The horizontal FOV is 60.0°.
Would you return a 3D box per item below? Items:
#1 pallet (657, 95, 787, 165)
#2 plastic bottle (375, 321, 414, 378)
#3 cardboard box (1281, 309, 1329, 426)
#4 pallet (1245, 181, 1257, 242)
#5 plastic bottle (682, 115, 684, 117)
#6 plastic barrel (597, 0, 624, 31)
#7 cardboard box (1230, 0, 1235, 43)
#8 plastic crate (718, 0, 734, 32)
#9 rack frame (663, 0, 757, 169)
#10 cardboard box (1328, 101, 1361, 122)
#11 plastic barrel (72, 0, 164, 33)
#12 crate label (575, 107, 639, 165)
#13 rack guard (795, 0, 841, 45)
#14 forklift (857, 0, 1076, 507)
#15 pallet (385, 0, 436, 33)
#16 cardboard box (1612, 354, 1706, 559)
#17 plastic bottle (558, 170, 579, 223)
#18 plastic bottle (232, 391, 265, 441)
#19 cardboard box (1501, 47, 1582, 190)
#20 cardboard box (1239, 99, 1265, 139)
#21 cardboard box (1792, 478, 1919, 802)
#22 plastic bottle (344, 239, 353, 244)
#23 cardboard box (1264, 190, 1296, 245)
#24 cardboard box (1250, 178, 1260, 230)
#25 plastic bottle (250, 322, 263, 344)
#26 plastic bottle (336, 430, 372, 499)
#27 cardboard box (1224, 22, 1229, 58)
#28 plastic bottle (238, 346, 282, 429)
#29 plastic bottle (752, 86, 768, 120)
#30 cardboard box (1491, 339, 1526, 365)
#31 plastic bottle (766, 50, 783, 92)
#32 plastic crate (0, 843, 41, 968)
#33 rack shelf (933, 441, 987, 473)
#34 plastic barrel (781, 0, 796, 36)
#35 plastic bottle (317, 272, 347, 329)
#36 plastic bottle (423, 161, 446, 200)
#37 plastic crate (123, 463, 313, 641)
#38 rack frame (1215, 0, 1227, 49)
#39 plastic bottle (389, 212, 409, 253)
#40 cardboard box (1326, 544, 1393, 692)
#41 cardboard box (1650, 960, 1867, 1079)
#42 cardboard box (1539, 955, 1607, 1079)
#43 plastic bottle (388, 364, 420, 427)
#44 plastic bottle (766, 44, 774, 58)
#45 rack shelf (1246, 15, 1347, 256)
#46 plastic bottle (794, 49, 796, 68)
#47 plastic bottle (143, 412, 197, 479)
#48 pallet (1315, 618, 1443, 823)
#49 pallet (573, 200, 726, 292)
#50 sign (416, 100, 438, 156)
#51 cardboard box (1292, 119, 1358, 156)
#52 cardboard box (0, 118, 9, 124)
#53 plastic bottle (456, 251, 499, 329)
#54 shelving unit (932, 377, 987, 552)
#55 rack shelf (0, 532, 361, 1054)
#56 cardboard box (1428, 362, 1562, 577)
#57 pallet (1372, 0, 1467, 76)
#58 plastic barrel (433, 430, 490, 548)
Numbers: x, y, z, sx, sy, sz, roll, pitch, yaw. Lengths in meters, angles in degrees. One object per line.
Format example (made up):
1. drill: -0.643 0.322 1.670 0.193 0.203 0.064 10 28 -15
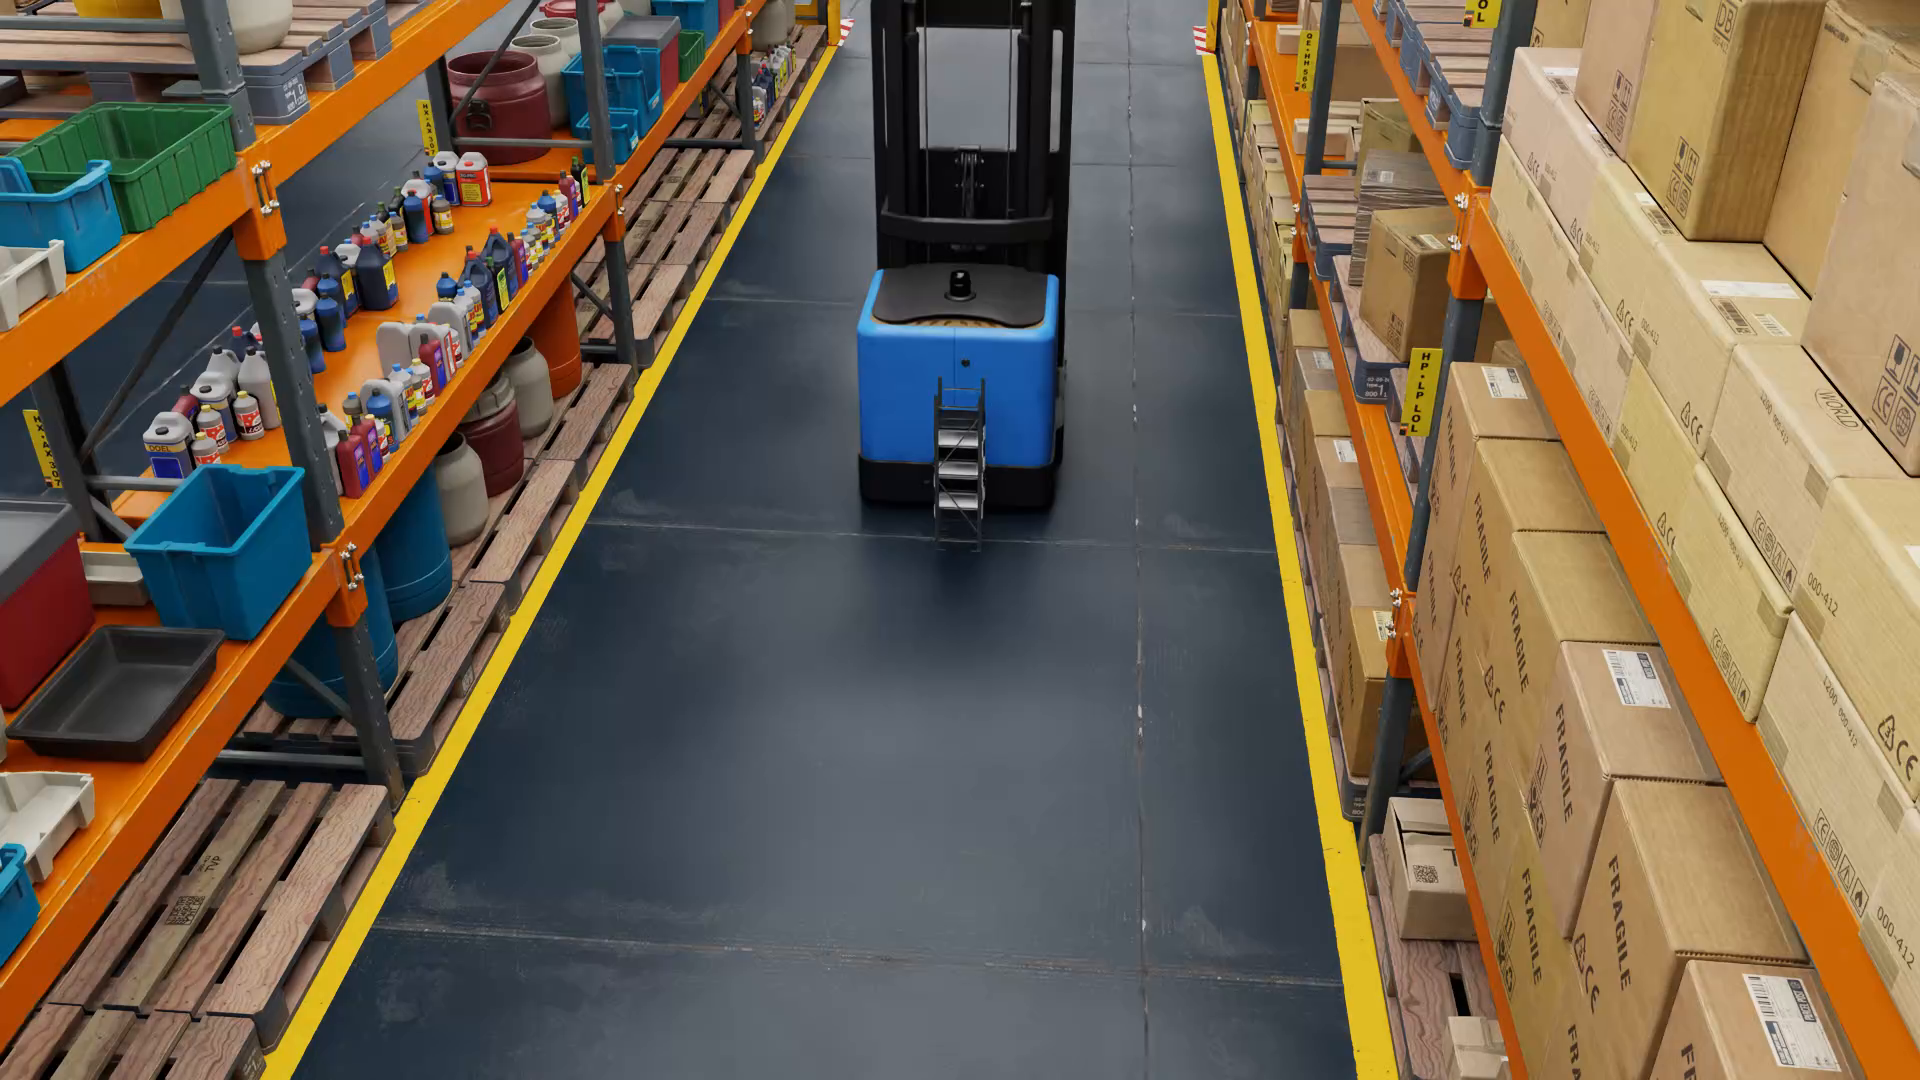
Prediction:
1. pallet: -2.088 -3.538 14.290 1.003 0.211 1.213 2 32 4
2. plastic bottle: -2.494 -0.856 7.399 0.152 0.276 0.135 2 32 4
3. cardboard box: 2.105 -0.968 9.425 0.500 0.500 0.500 4 32 6
4. pallet: 2.732 -2.588 12.749 1.003 0.211 1.213 2 32 4
5. plastic bottle: -2.419 -3.785 14.138 0.144 0.351 0.185 2 32 3
6. plastic barrel: -2.540 -3.559 11.537 0.433 0.535 0.433 0 32 0
7. cardboard box: 2.746 -4.787 15.164 0.500 0.500 0.500 2 32 4
8. plastic crate: -1.918 -4.137 12.543 0.402 0.464 0.583 2 32 4
9. rack frame: -2.184 -4.376 12.992 1.000 3.000 0.127 2 32 4
10. cardboard box: 2.475 -2.633 10.403 0.380 0.149 0.250 5 32 8
11. plastic barrel: -2.963 -2.215 6.046 0.600 0.588 0.600 0 32 0
12. crate label: -2.102 -2.417 9.973 0.303 0.233 0.416 2 32 4
13. rack guard: -1.817 -5.362 16.974 1.175 0.500 0.348 2 32 4
14. forklift: 0.089 -2.174 9.485 1.130 2.935 3.031 2 32 4
15. pallet: -2.779 -2.397 7.101 1.003 0.211 1.213 2 32 4
16. cardboard box: 1.691 -0.164 3.441 0.500 0.250 0.500 2 32 4
17. plastic bottle: -2.136 -1.884 9.060 0.061 0.283 0.133 2 32 4
18. plastic bottle: -2.970 -0.523 6.930 0.097 0.201 0.097 0 32 0
19. cardboard box: 1.814 -1.161 4.583 0.500 0.250 0.500 2 32 4
20. cardboard box: 2.573 -3.422 13.665 0.500 0.250 0.500 2 32 4
21. cardboard box: 1.604 0.145 2.462 0.500 0.250 0.500 2 32 4
22. plastic bottle: -2.998 -1.354 8.210 0.097 0.271 0.097 0 32 0
23. cardboard box: 2.304 -2.138 11.046 0.500 0.311 0.500 2 32 4
24. cardboard box: 2.391 -2.432 12.058 0.500 0.250 0.500 2 32 2
25. plastic bottle: -3.054 -0.815 7.331 0.152 0.276 0.135 2 32 4
26. plastic bottle: -2.380 -0.317 6.516 0.061 0.283 0.133 2 32 4
27. cardboard box: 2.776 -4.730 15.786 0.500 0.250 0.500 2 32 4
28. plastic bottle: -2.943 -0.660 7.009 0.144 0.351 0.185 2 32 4
29. plastic bottle: -1.722 -3.722 14.107 0.152 0.276 0.135 4 32 6
30. cardboard box: 2.363 -0.439 6.107 0.700 0.500 0.500 -8 33 -13
31. plastic bottle: -1.655 -4.161 14.748 0.144 0.351 0.185 2 32 4
32. plastic crate: -2.681 0.984 4.396 0.416 0.233 0.300 2 32 4
33. rack shelf: -0.001 -0.427 8.477 0.258 0.077 0.200 2 32 4
34. plastic barrel: -1.836 -5.240 16.364 0.421 0.512 0.421 0 32 0
35. plastic bottle: -2.971 -1.133 7.852 0.097 0.271 0.097 0 32 0
36. plastic bottle: -2.904 -1.958 9.190 0.097 0.271 0.097 0 32 0
37. plastic crate: -2.533 0.047 5.772 0.392 0.384 0.575 2 32 4
38. rack frame: 3.078 -6.254 16.039 1.000 3.000 0.127 2 32 4
39. plastic bottle: -2.952 -1.616 8.703 0.097 0.201 0.097 0 32 0
40. cardboard box: 1.905 0.369 7.255 0.500 0.500 0.500 3 32 4
41. cardboard box: 1.578 1.136 3.000 0.500 0.500 0.500 3 32 5
42. cardboard box: 1.626 1.292 3.699 0.500 0.500 0.500 3 32 4
43. plastic bottle: -2.351 -0.614 7.011 0.097 0.271 0.097 0 32 0
44. plastic bottle: -1.725 -4.393 15.189 0.061 0.283 0.133 2 32 4
45. rack shelf: 2.590 -2.810 11.137 1.077 0.370 4.000 2 32 4
46. plastic bottle: -1.571 -4.484 15.416 0.097 0.201 0.097 0 32 0
47. plastic bottle: -3.125 -0.360 6.593 0.152 0.276 0.135 2 32 4
48. pallet: 2.130 0.781 7.282 1.003 0.211 1.213 2 32 4
49. pallet: -2.306 -2.137 12.016 1.003 0.211 1.213 2 32 4
50. sign: -3.058 -2.374 9.587 0.100 0.325 0.005 2 32 4
51. cardboard box: 2.225 -2.446 10.099 0.380 0.149 0.250 2 32 4
52. cardboard box: -7.294 -2.849 12.478 0.700 0.500 0.500 0 32 0
53. plastic bottle: -2.291 -1.188 7.866 0.144 0.351 0.185 2 32 4
54. shelving unit: -0.001 -0.379 8.507 0.258 0.900 0.210 2 32 4
55. rack shelf: -2.998 1.159 4.695 1.077 0.370 4.000 2 32 4
56. cardboard box: 1.783 -0.213 5.188 0.500 0.500 0.500 3 32 5
57. pallet: 2.306 -2.057 6.548 1.213 0.211 1.003 2 32 4
58. plastic barrel: -2.581 -0.258 8.280 0.421 0.512 0.421 0 32 0
